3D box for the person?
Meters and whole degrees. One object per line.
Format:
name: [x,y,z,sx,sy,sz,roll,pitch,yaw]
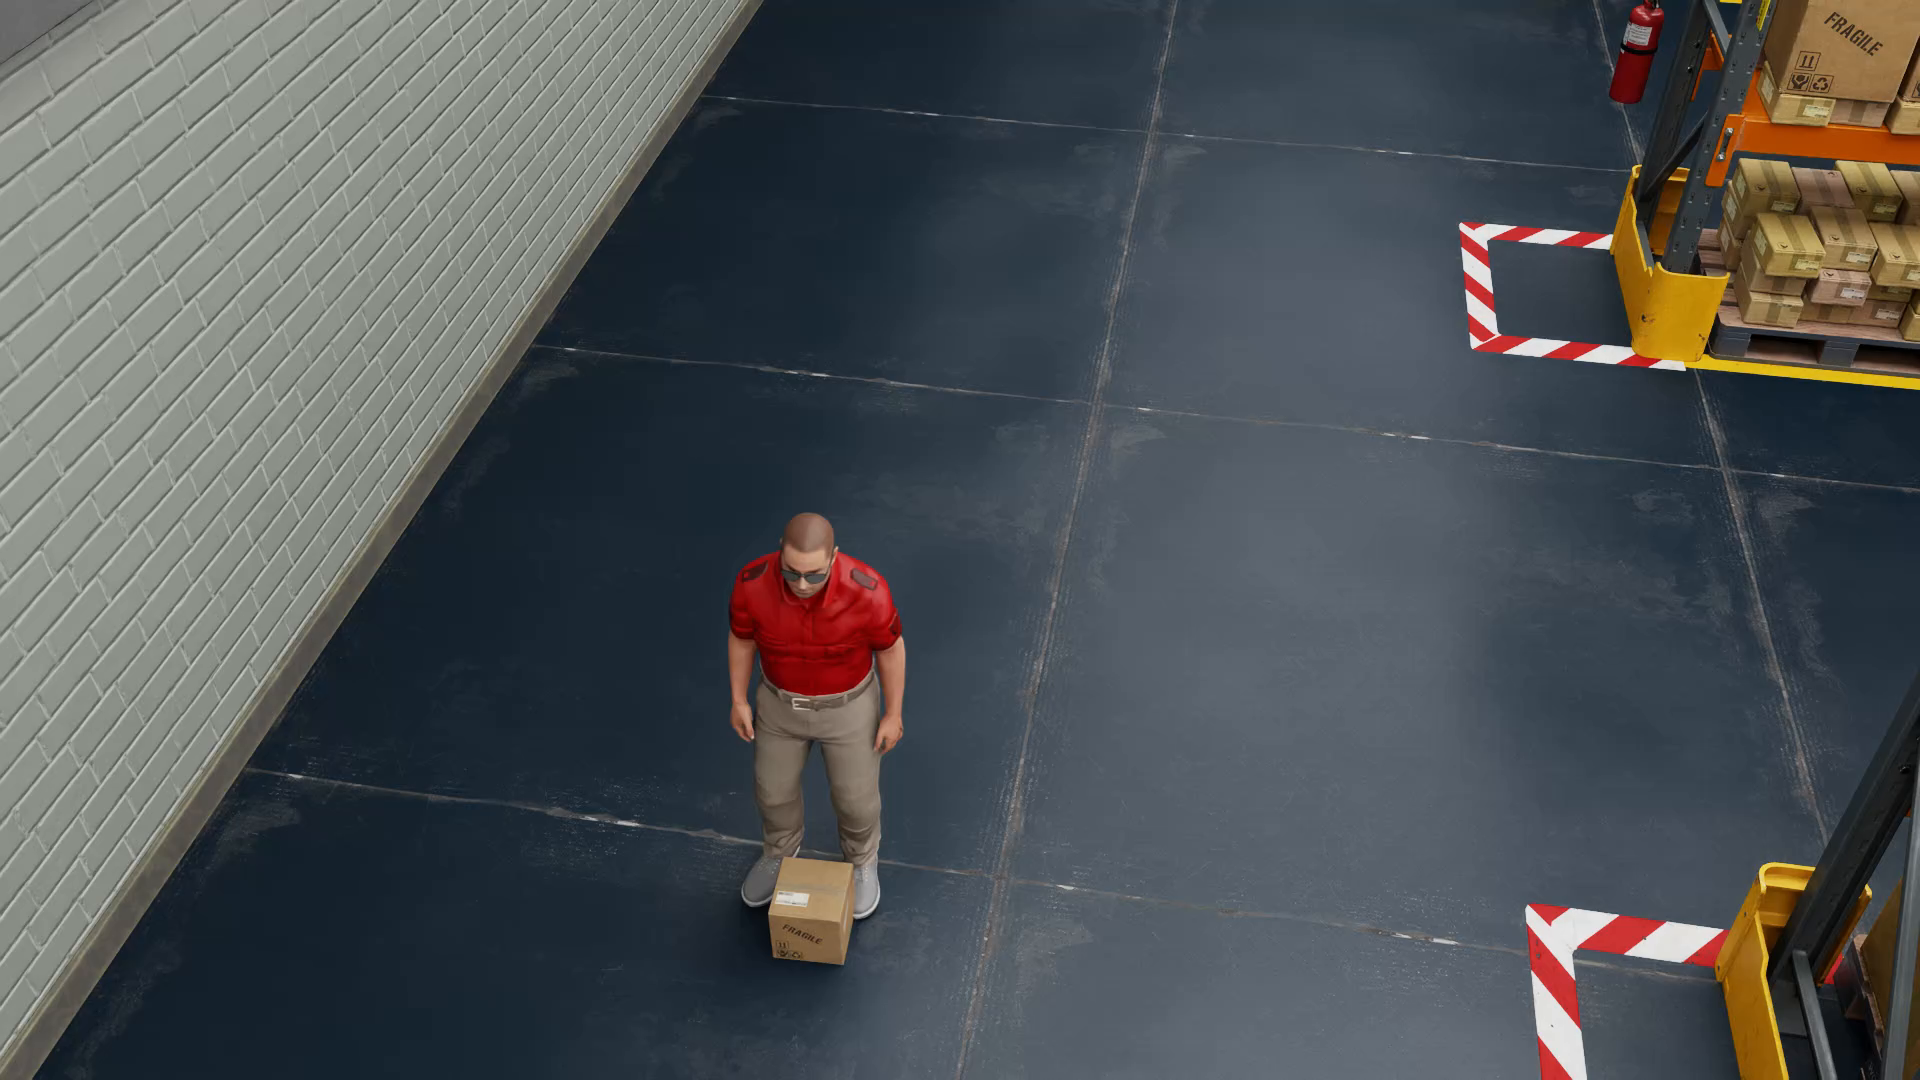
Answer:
person: [-0.477,0.562,5.506,0.595,1.725,0.393,5,40,5]
